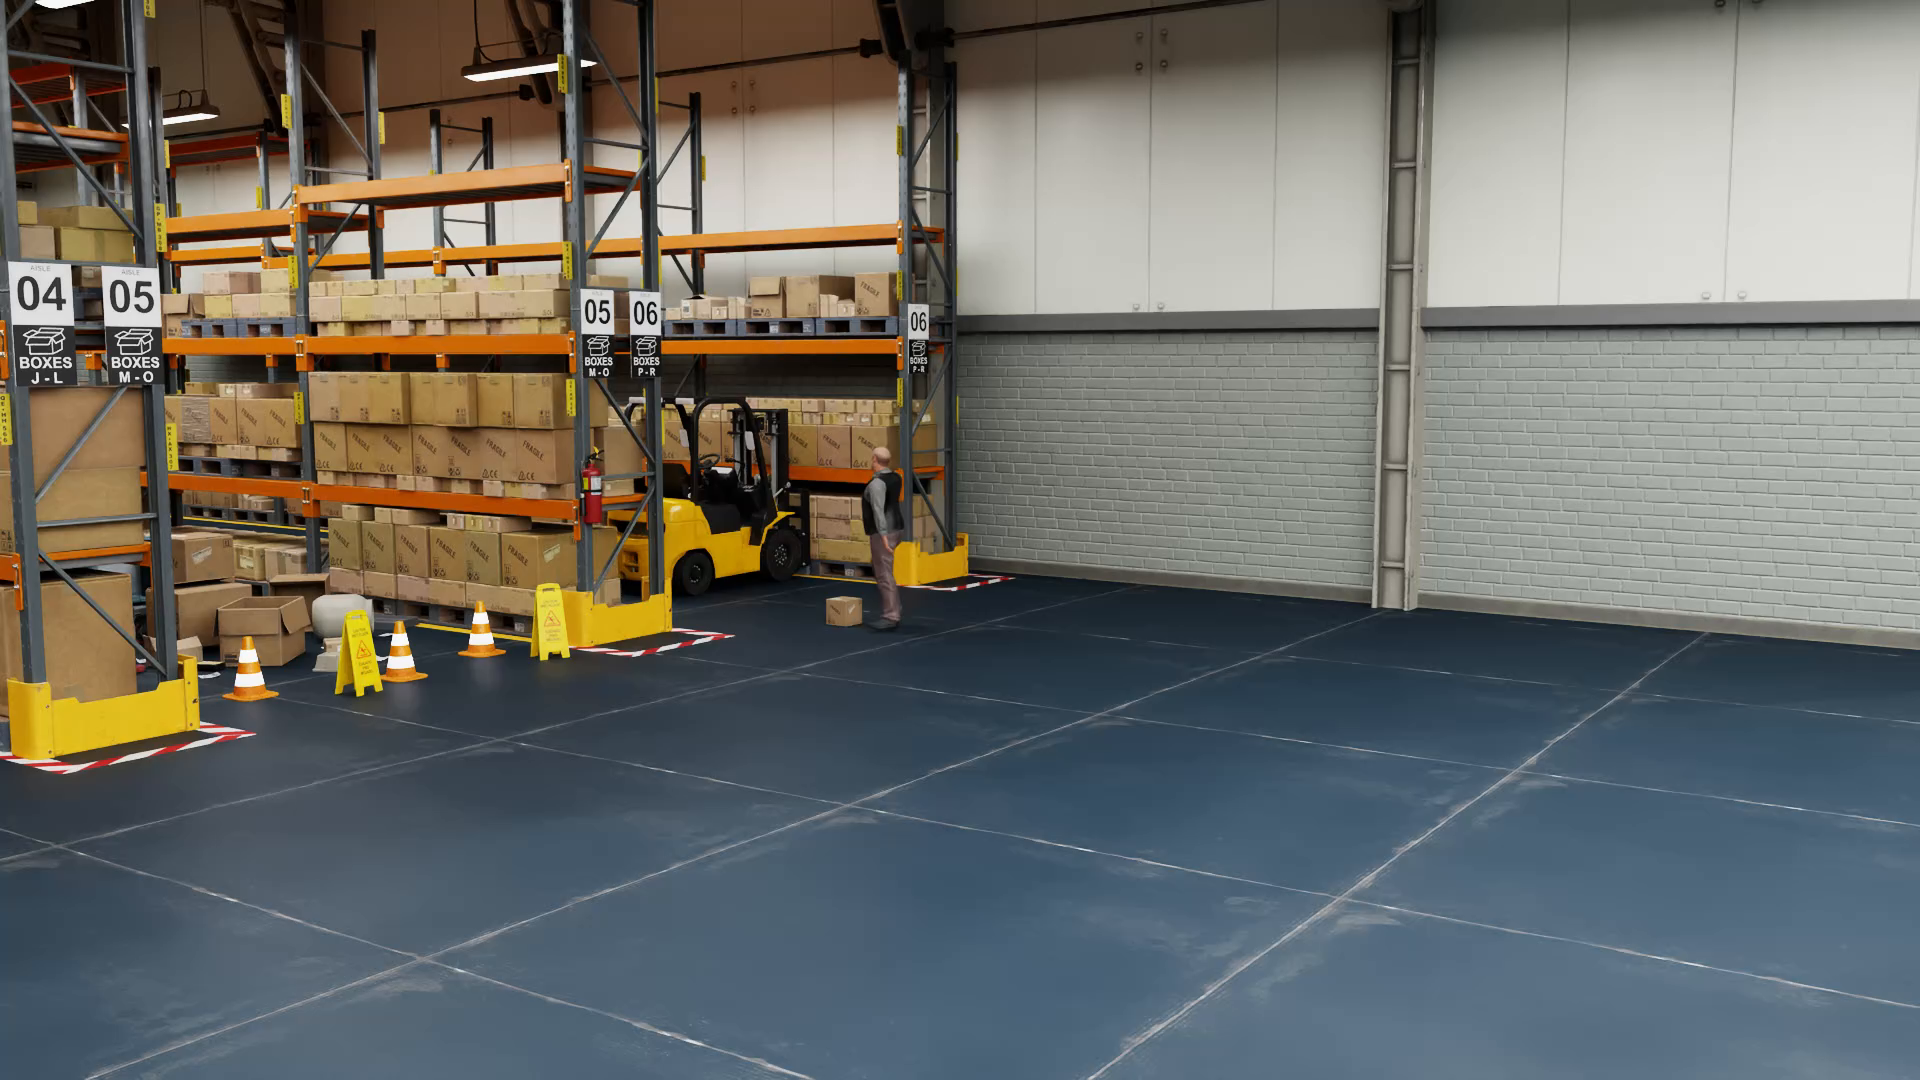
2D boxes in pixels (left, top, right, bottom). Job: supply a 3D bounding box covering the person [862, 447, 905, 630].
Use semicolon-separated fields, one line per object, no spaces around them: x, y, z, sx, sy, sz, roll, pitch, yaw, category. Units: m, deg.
-0.715;-0.021;15.931;0.380;1.751;0.638;2;7;17;person
